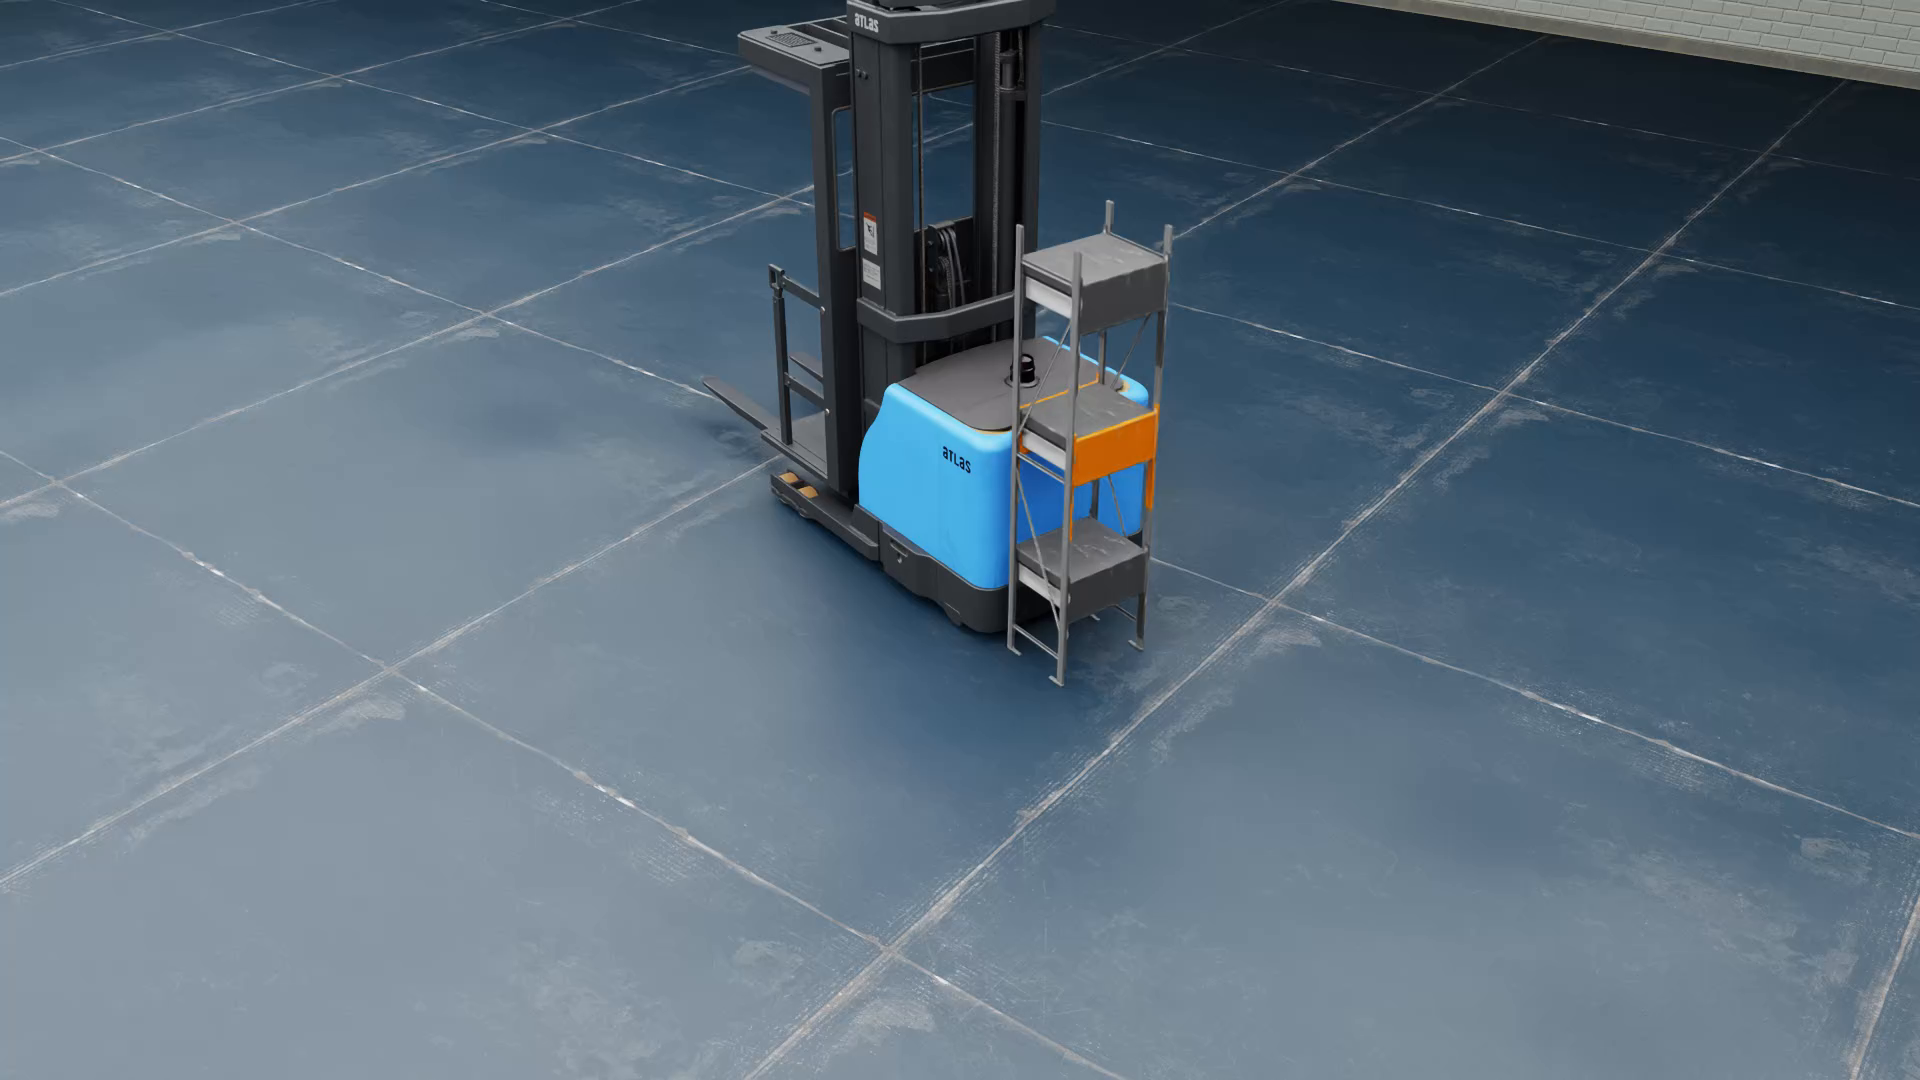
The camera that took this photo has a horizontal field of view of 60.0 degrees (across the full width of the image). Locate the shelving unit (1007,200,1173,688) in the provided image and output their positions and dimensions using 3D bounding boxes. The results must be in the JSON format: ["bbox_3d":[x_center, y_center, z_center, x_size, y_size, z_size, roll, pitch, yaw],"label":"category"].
[{"bbox_3d":[0.548,-0.384,7.336,0.503,2.100,0.431,-21,37,-31],"label":"shelving unit"}]

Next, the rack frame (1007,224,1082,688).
[{"bbox_3d":[0.353,-0.309,7.210,0.015,2.100,0.400,-21,37,-31],"label":"rack frame"}]

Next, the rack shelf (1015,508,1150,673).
[{"bbox_3d":[0.546,0.229,7.702,0.480,0.518,0.431,-21,37,-31],"label":"rack shelf"}]

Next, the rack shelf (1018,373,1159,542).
[{"bbox_3d":[0.548,-0.372,7.343,0.480,0.518,0.431,-21,37,-31],"label":"rack shelf"}]

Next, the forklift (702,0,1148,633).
[{"bbox_3d":[-0.372,-1.515,8.432,1.130,2.935,3.031,-21,36,-31],"label":"forklift"}]

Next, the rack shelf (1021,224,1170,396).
[{"bbox_3d":[0.550,-0.973,6.984,0.480,0.518,0.431,-21,37,-31],"label":"rack shelf"}]

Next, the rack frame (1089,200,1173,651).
[{"bbox_3d":[0.743,-0.458,7.462,0.015,2.100,0.400,-21,37,-31],"label":"rack frame"}]
